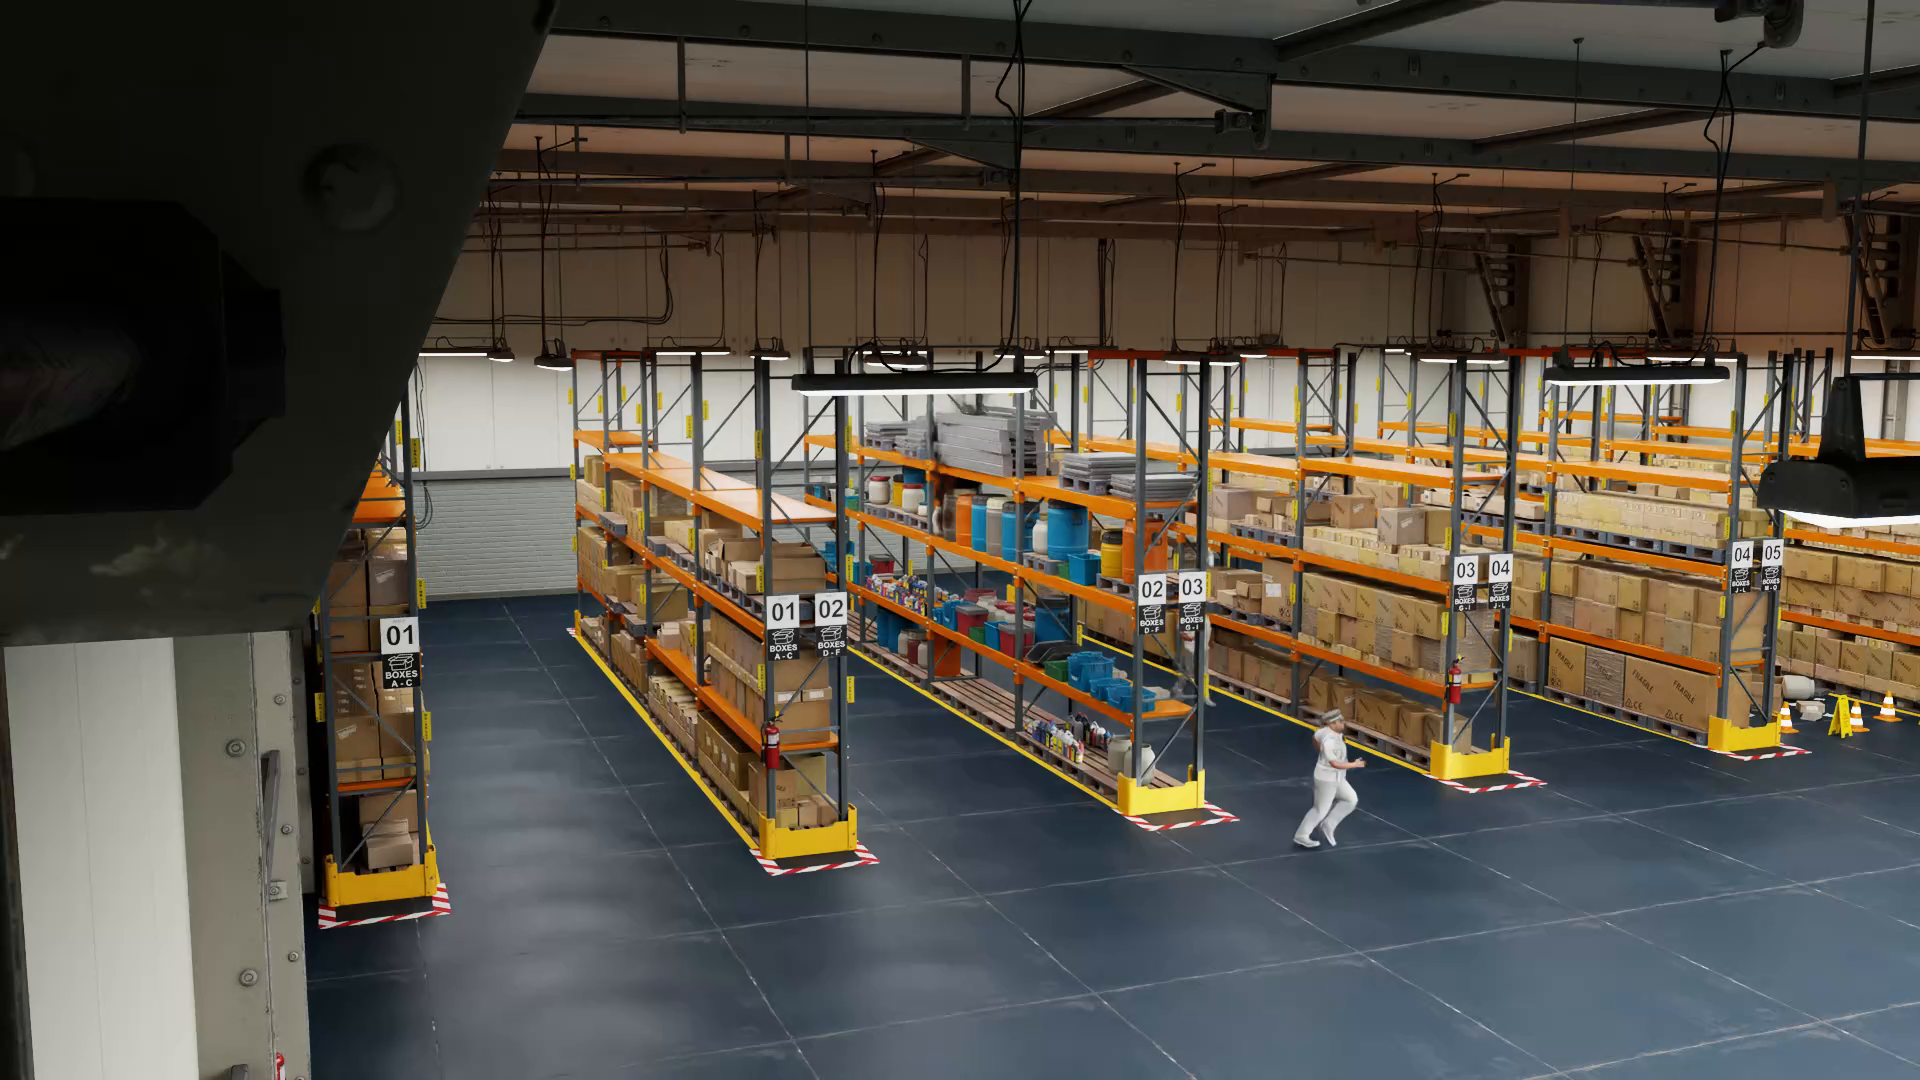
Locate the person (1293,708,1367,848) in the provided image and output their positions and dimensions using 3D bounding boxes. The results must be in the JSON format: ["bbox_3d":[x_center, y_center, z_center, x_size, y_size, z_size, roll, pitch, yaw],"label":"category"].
[{"bbox_3d":[4.565,2.918,20.434,0.859,1.761,0.679,2,7,18],"label":"person"}]

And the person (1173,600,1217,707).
[{"bbox_3d":[3.855,1.803,27.134,0.681,1.788,0.878,-5,9,-36],"label":"person"}]

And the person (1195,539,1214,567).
[{"bbox_3d":[5.460,0.882,37.696,0.741,1.550,0.774,-2,7,-13],"label":"person"}]
